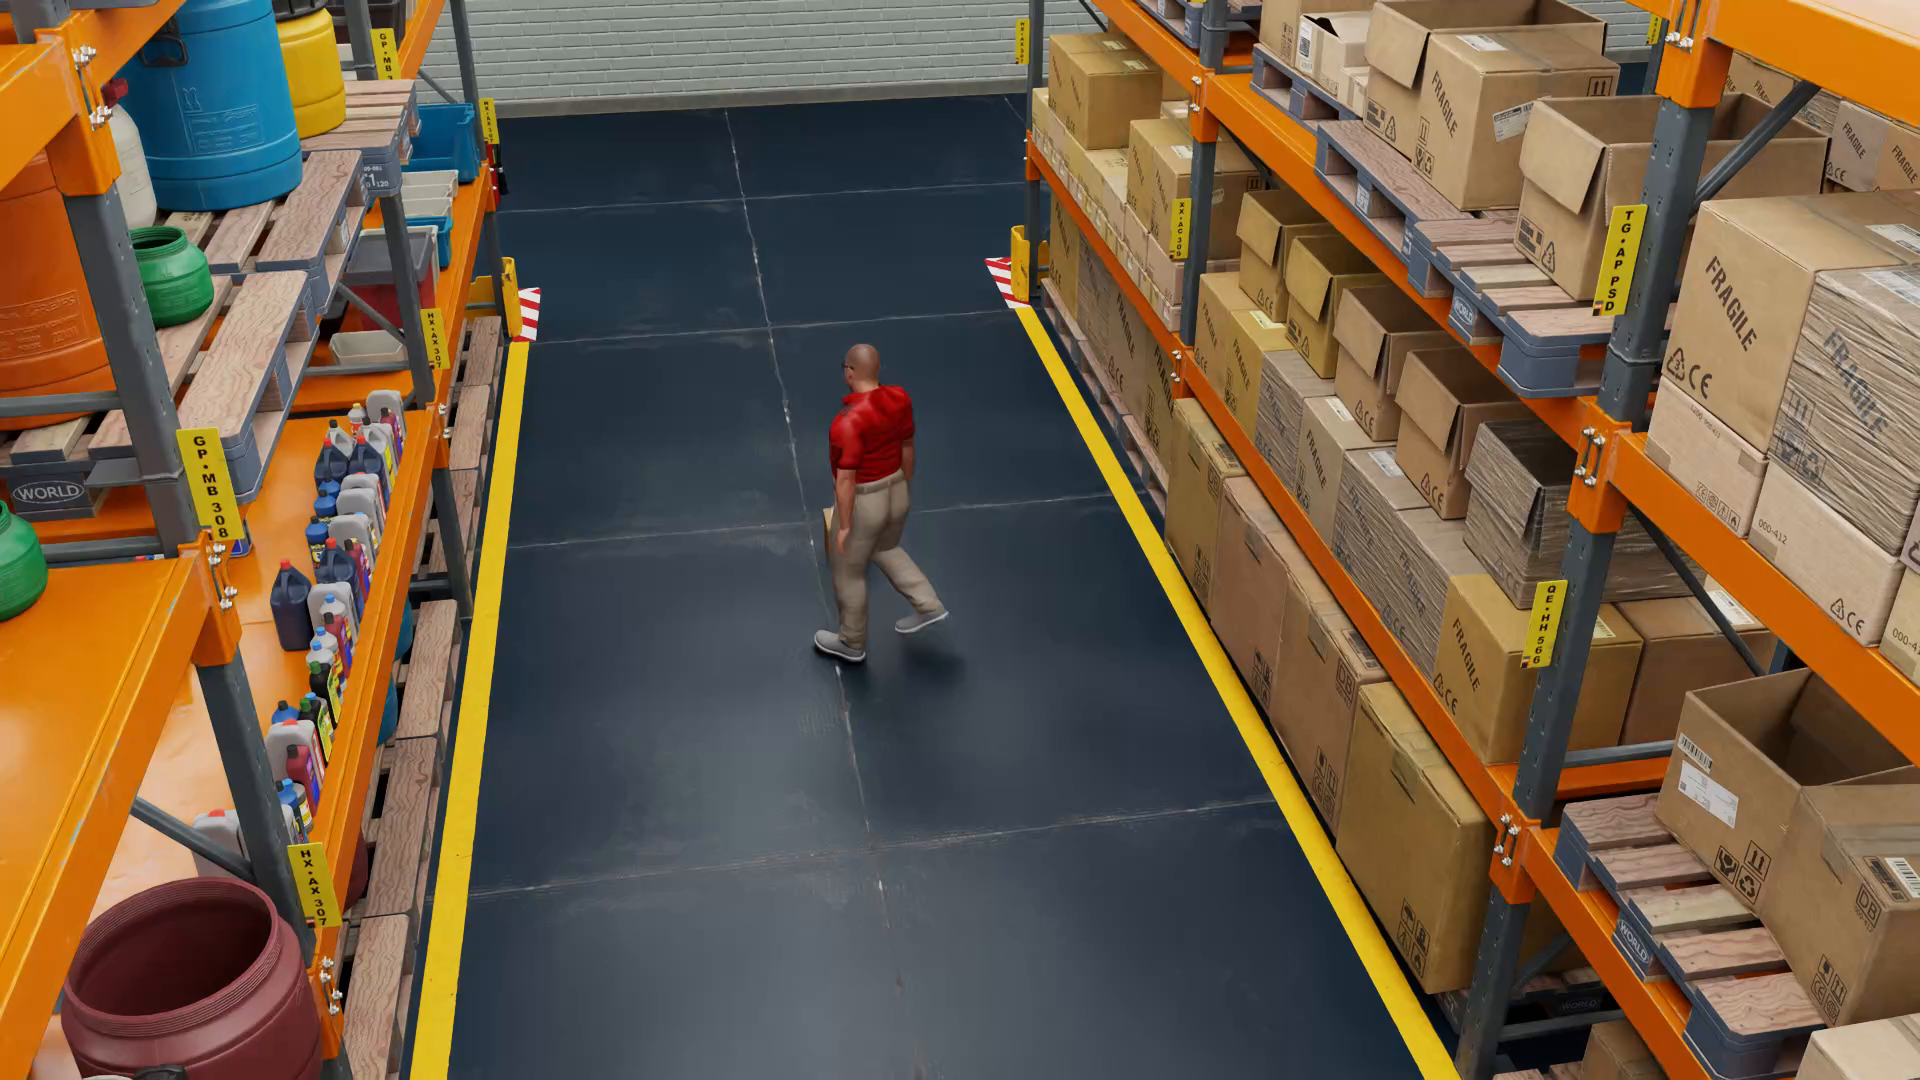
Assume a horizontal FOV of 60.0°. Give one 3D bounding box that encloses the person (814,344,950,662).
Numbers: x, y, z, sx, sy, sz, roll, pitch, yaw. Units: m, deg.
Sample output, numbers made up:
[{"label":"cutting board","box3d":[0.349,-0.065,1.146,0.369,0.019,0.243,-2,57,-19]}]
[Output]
[{"label":"person","box3d":[-0.425,-0.170,8.411,0.609,1.719,0.585,24,38,35]}]
